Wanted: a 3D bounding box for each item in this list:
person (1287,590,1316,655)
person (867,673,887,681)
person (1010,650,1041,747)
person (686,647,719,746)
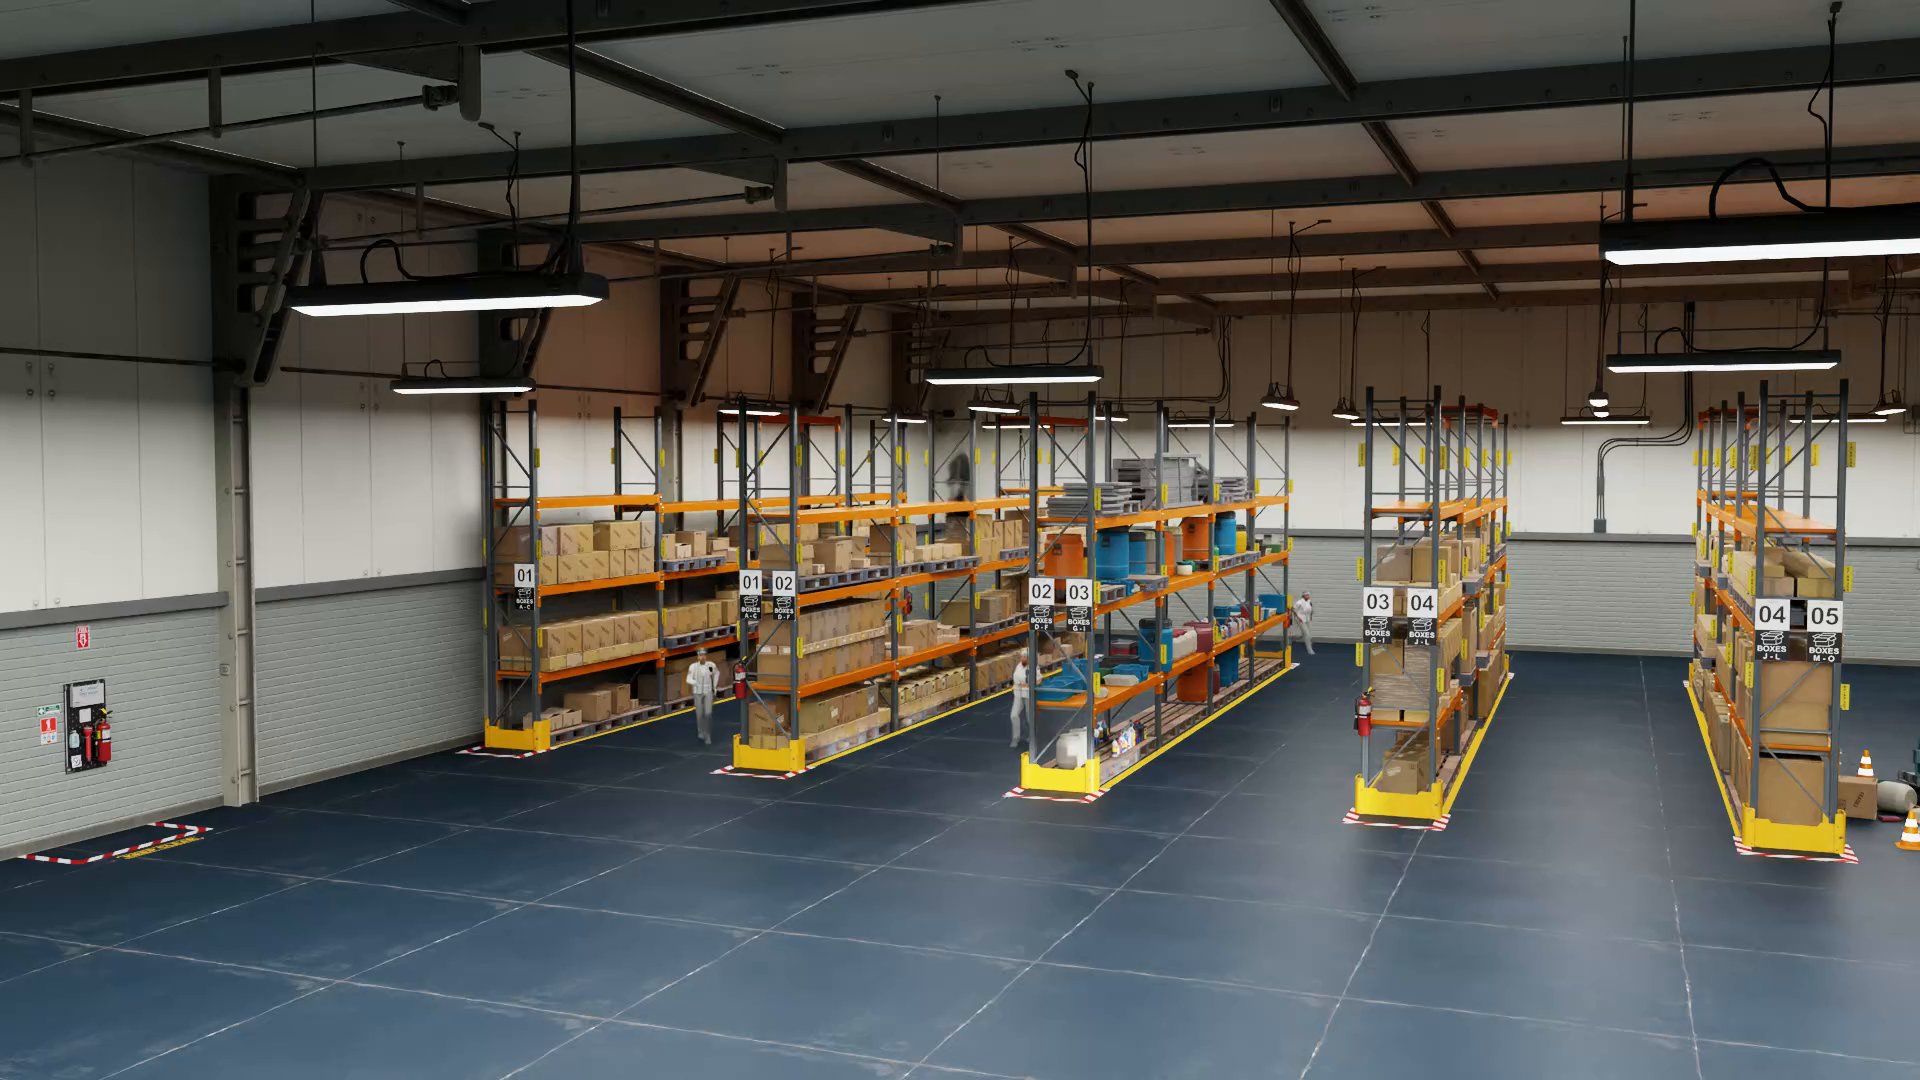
[{"bbox_3d":[8.745,2.097,42.673,0.575,1.683,0.965,-2,4,-39],"label":"person"},{"bbox_3d":[-1.710,2.489,34.340,0.730,1.730,1.055,1,3,21],"label":"person"},{"bbox_3d":[1.192,2.770,28.925,0.594,1.741,0.677,2,3,30],"label":"person"},{"bbox_3d":[-4.509,2.727,29.154,0.551,1.736,0.800,0,3,-4],"label":"person"}]
